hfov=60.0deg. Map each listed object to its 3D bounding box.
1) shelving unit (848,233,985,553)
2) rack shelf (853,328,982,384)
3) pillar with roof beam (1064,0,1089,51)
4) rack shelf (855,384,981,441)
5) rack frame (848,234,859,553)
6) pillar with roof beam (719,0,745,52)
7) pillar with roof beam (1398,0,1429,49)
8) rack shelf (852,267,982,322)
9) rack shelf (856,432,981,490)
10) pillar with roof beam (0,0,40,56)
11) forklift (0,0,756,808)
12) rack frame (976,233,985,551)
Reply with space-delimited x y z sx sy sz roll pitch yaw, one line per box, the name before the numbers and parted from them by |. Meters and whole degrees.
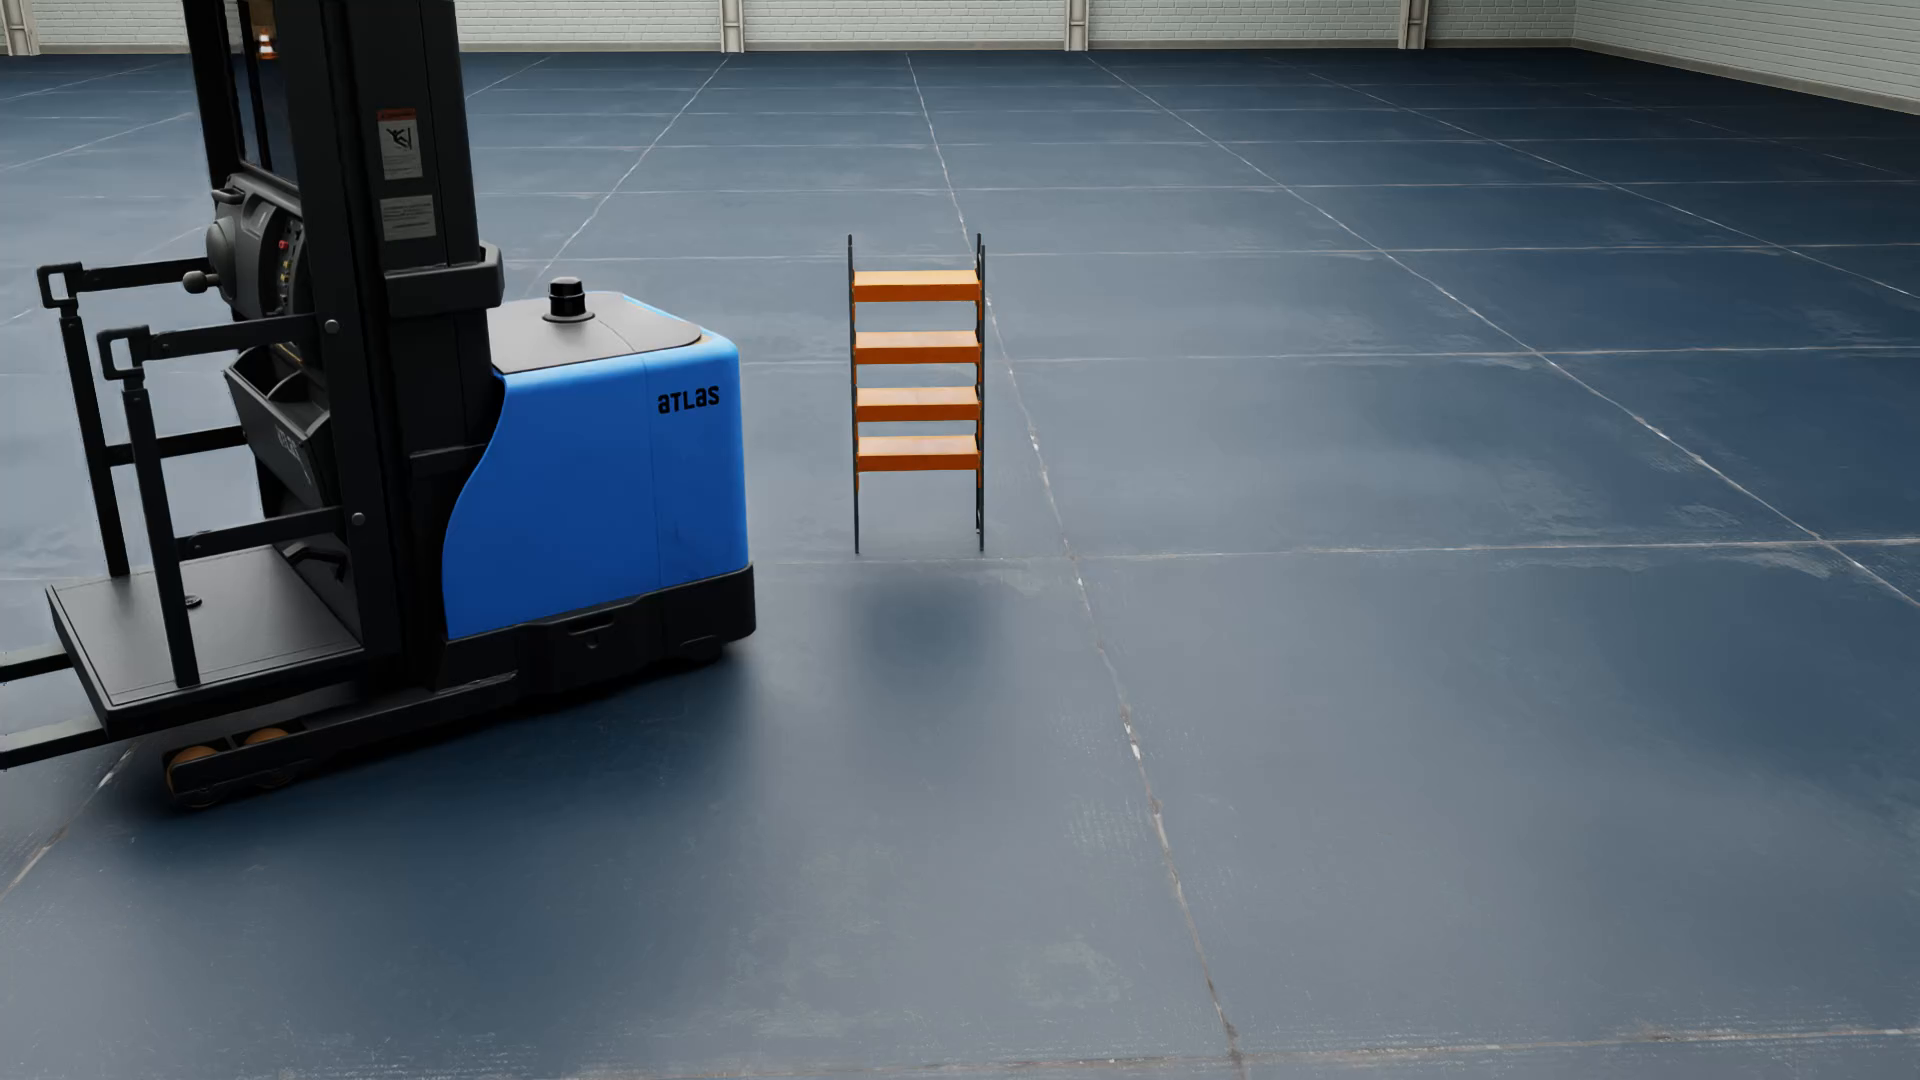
shelving unit | -0.165 -0.557 6.399 0.503 1.200 0.258 -1 21 -3
rack shelf | -0.165 -0.704 6.343 0.480 0.148 0.258 -1 21 -3
pillar with roof beam | 2.286 -11.308 23.676 0.400 9.000 9.100 -1 21 -3
rack shelf | -0.165 -0.495 6.423 0.480 0.148 0.258 -1 21 -3
rack frame | -0.409 -0.552 6.386 0.015 1.200 0.240 -1 21 -3
pillar with roof beam | -3.704 -11.186 23.356 0.400 9.000 9.100 -1 21 -3
pillar with roof beam | 8.276 -11.430 23.996 0.400 9.000 9.100 -1 21 -3
rack shelf | -0.165 -0.925 6.259 0.480 0.148 0.258 -1 21 -3
rack shelf | -0.165 -0.309 6.493 0.480 0.148 0.258 -1 21 -3
pillar with roof beam | -15.685 -10.943 22.716 0.400 9.000 9.100 -1 21 -3
forklift | -2.188 -0.835 4.694 3.031 2.935 1.130 -14 25 -33
rack frame | 0.078 -0.562 6.412 0.015 1.200 0.240 -1 21 -3
